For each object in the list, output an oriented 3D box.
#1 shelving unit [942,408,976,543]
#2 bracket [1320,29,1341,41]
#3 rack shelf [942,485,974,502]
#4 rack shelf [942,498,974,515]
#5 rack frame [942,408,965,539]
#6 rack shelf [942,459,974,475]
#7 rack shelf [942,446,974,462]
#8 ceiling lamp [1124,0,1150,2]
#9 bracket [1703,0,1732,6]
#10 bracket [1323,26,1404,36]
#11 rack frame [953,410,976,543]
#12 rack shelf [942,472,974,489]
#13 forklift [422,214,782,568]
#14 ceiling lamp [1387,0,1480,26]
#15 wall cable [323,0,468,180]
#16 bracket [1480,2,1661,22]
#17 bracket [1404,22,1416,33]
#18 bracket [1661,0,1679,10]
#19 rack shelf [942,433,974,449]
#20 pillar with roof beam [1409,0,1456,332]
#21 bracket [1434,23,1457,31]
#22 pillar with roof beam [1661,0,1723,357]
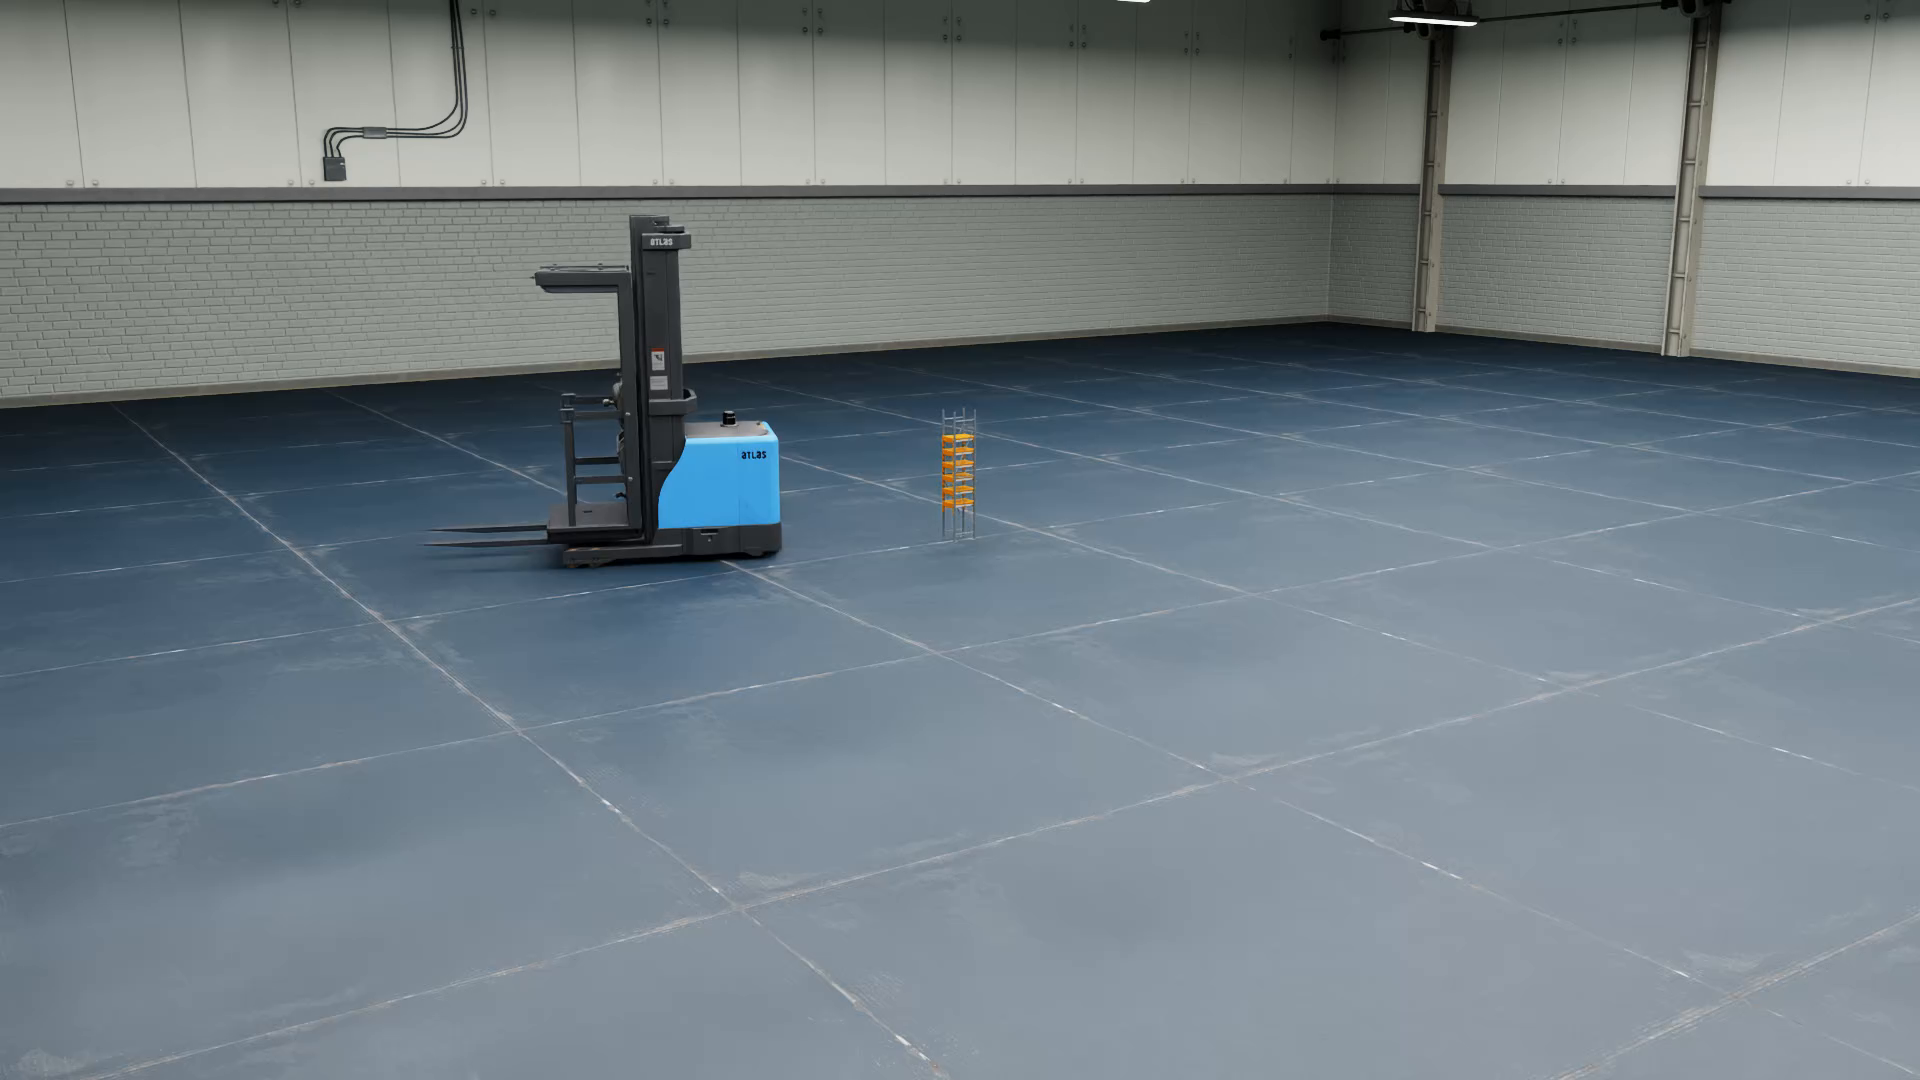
[{"bbox_3d":[-0.008,-0.589,15.134,0.258,1.200,0.189,-8,15,-33],"label":"shelving unit"},{"bbox_3d":[8.154,-11.110,36.564,0.235,0.232,0.430,-8,15,-33],"label":"bracket"},{"bbox_3d":[-0.008,-0.428,15.169,0.258,0.103,0.180,-8,15,-33],"label":"rack shelf"},{"bbox_3d":[-0.008,-0.311,15.194,0.258,0.103,0.180,-8,15,-33],"label":"rack shelf"},{"bbox_3d":[-0.059,-0.605,15.208,0.240,1.200,0.006,-8,15,-33],"label":"rack frame"},{"bbox_3d":[-0.008,-0.663,15.117,0.258,0.103,0.180,-8,15,-33],"label":"rack shelf"},{"bbox_3d":[-0.008,-0.780,15.092,0.258,0.103,0.180,-8,15,-33],"label":"rack shelf"},{"bbox_3d":[1.893,-9.607,24.452,2.000,3.185,0.800,-8,15,-33],"label":"ceiling lamp"},{"bbox_3d":[13.251,-9.474,29.082,0.235,0.232,0.430,-8,15,-33],"label":"bracket"},{"bbox_3d":[8.481,-11.005,36.084,0.076,0.066,3.189,-8,15,-33],"label":"bracket"},{"bbox_3d":[0.043,-0.572,15.059,0.240,1.200,0.006,-8,15,-33],"label":"rack frame"},{"bbox_3d":[-0.008,-0.545,15.143,0.258,0.103,0.180,-8,15,-33],"label":"rack shelf"},{"bbox_3d":[-3.132,-1.314,14.396,3.031,2.935,1.130,-3,13,-12],"label":"forklift"},{"bbox_3d":[8.004,-10.475,28.425,2.000,3.185,0.800,-8,15,-33],"label":"ceiling lamp"},{"bbox_3d":[-8.851,-8.632,25.700,2.305,6.003,0.169,-8,15,-33],"label":"wall cable"},{"bbox_3d":[11.354,-10.083,31.866,0.076,0.066,4.783,-8,15,-33],"label":"bracket"},{"bbox_3d":[9.467,-10.688,34.637,0.235,0.232,0.430,-8,15,-33],"label":"bracket"},{"bbox_3d":[12.791,-9.621,29.757,0.235,0.232,0.430,-8,15,-33],"label":"bracket"},{"bbox_3d":[-0.008,-0.897,15.066,0.258,0.103,0.180,-8,15,-33],"label":"rack shelf"},{"bbox_3d":[6.408,-8.389,32.546,9.100,9.000,0.548,-8,15,-33],"label":"pillar with roof beam"},{"bbox_3d":[9.927,-10.541,33.962,0.235,0.232,0.430,-8,15,-33],"label":"bracket"},{"bbox_3d":[9.733,-7.322,27.666,9.100,9.000,0.548,-8,15,-33],"label":"pillar with roof beam"}]
